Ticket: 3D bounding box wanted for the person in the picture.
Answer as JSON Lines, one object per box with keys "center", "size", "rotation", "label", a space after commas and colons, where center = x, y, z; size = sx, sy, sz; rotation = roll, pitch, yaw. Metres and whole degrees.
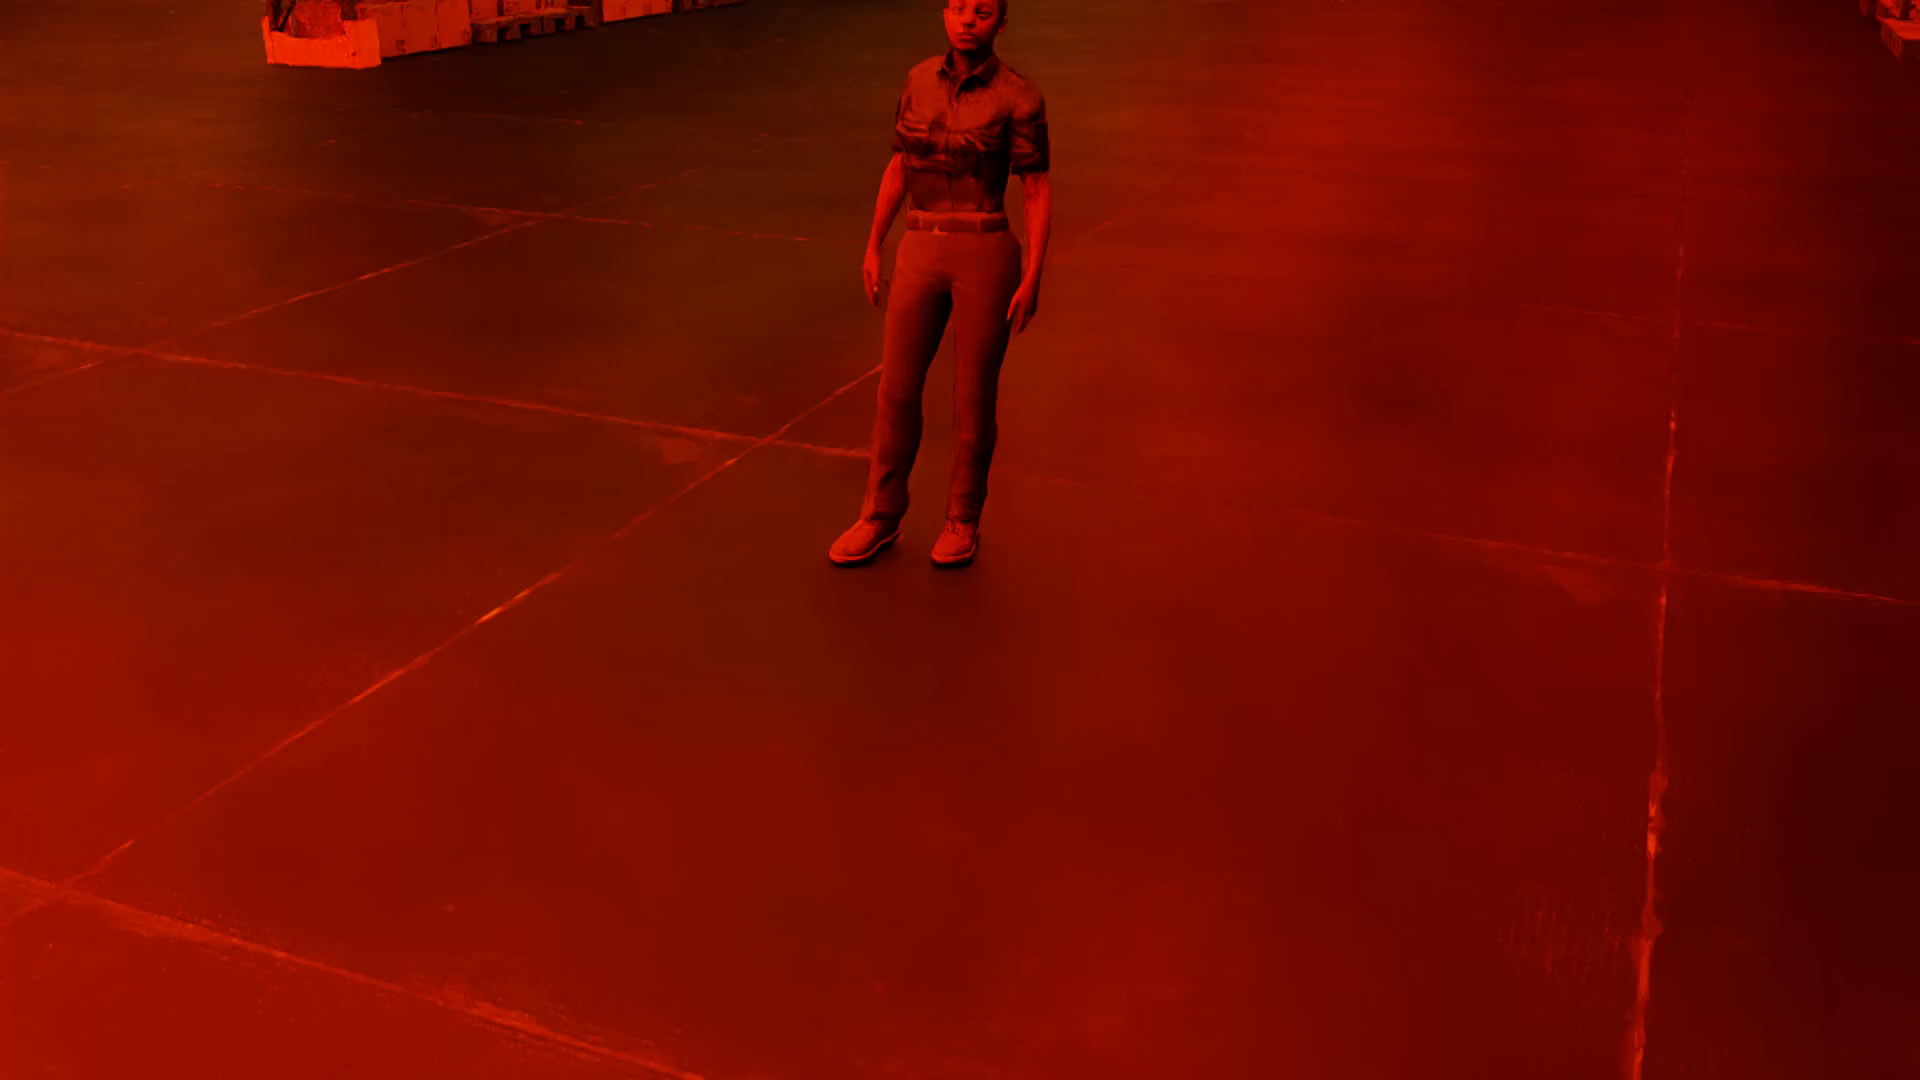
{"center": [-0.052, -0.741, 4.703], "size": [0.570, 1.654, 0.503], "rotation": [9, 24, 21], "label": "person"}
